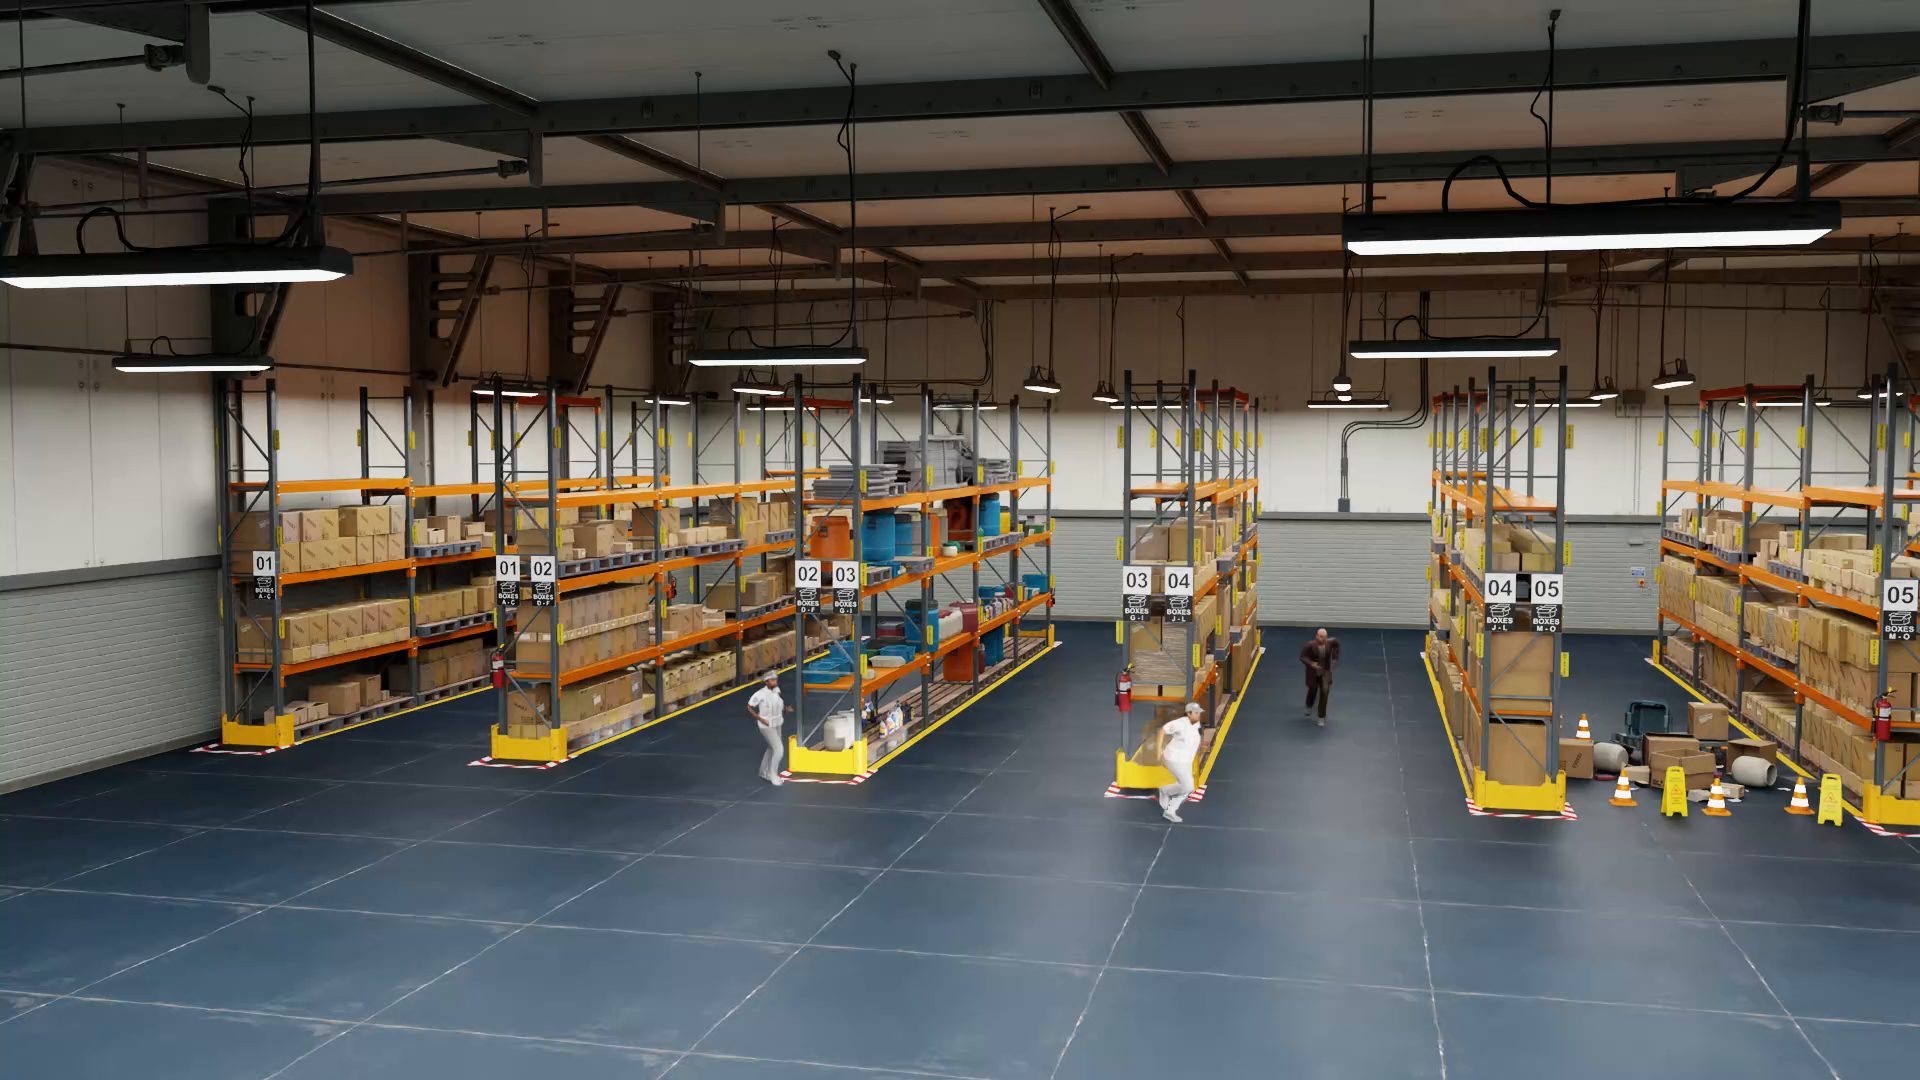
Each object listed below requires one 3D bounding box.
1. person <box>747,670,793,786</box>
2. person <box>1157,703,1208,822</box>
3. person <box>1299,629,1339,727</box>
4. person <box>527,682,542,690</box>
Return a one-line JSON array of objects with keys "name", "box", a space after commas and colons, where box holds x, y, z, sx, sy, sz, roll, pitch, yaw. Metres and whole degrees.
[{"name": "person", "box": [-2.735, 2.732, 24.096, 0.685, 1.732, 0.581, 2, 4, 31]}, {"name": "person", "box": [2.939, 2.912, 21.801, 0.667, 1.593, 0.592, 3, 4, 39]}, {"name": "person", "box": [6.350, 2.405, 29.587, 0.754, 1.743, 1.065, 0, 3, -3]}, {"name": "person", "box": [-7.547, 2.349, 29.641, 0.668, 1.855, 0.862, 0, 3, 5]}]
